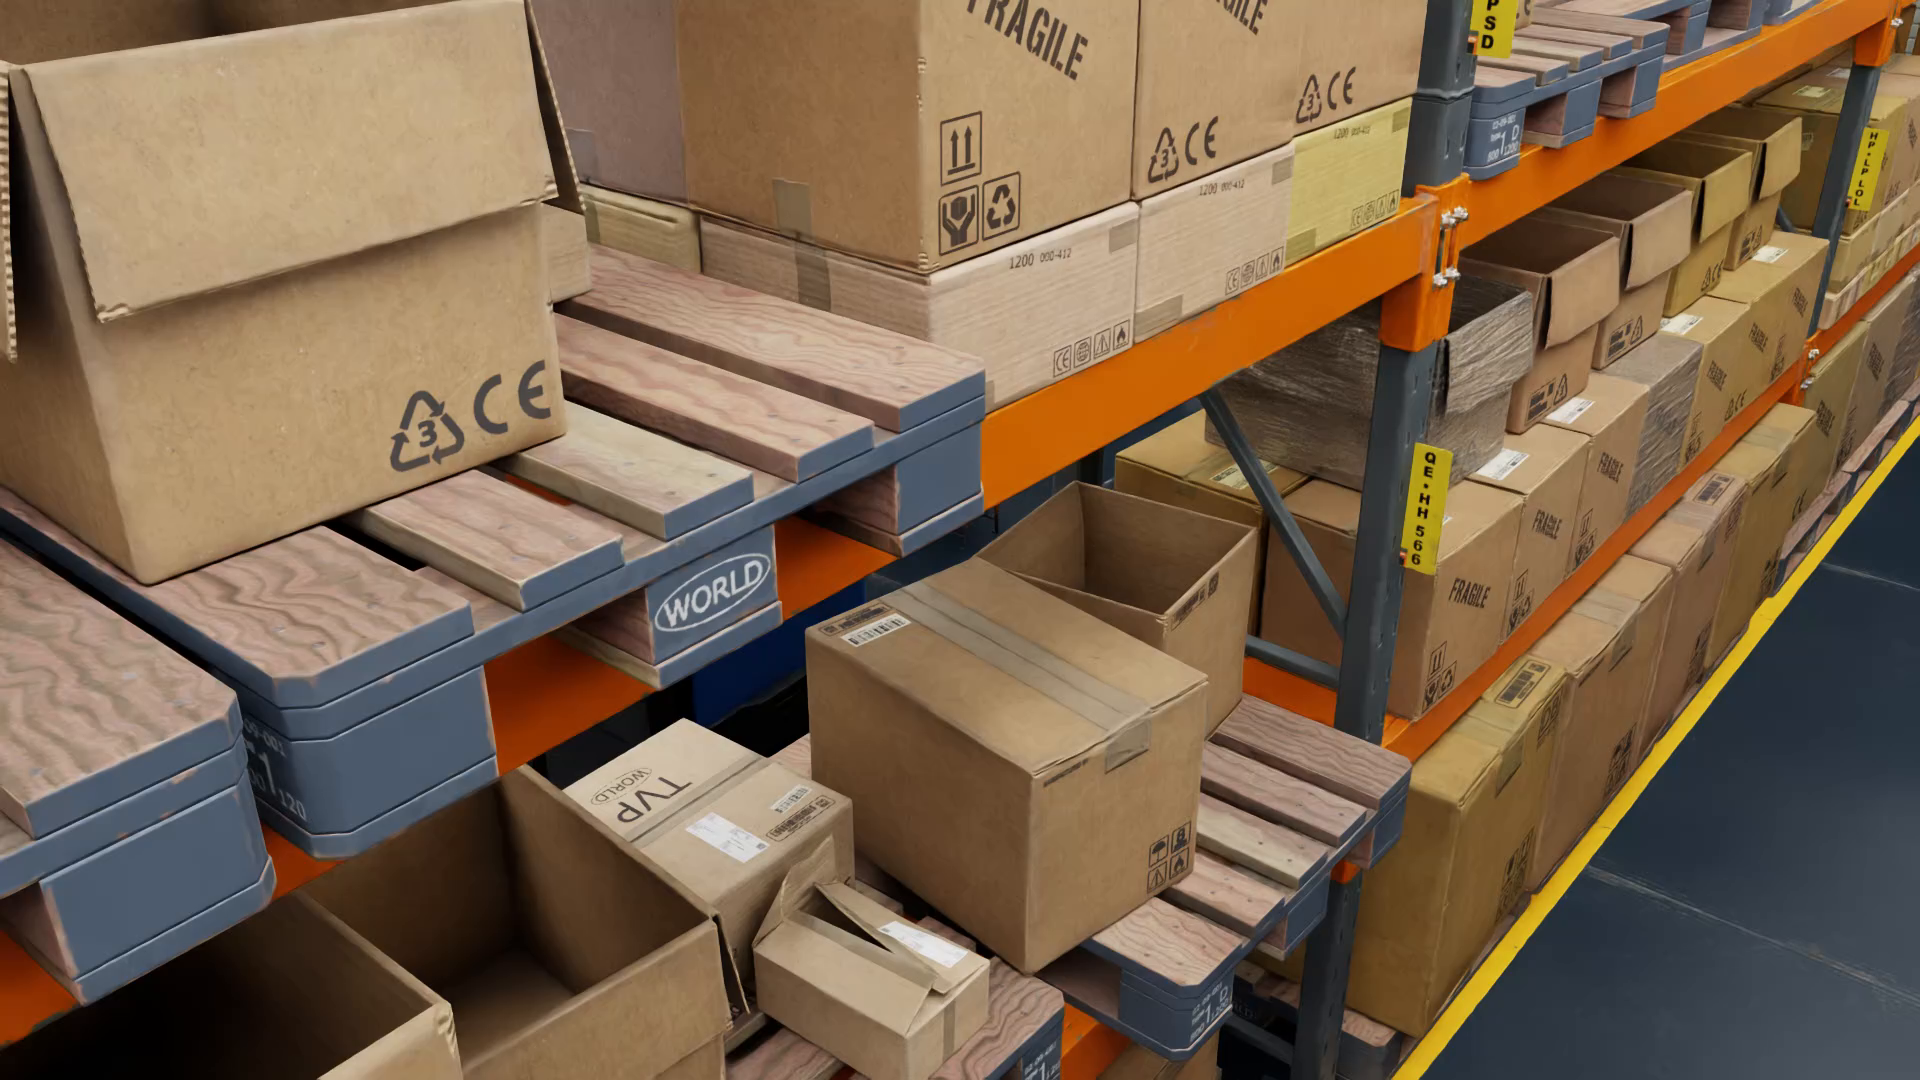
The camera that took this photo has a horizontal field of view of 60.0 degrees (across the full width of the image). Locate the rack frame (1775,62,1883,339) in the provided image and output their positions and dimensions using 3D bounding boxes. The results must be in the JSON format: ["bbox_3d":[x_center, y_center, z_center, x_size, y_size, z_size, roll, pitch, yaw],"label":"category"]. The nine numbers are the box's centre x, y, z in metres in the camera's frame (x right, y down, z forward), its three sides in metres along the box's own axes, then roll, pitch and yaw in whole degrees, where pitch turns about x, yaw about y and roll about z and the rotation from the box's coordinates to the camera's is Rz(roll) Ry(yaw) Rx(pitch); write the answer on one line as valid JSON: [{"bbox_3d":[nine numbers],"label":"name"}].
[{"bbox_3d":[3.222,-1.167,7.241,1.000,3.000,0.127,21,34,34],"label":"rack frame"}]

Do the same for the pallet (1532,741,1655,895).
[{"bbox_3d":[2.013,0.802,6.470,1.003,0.211,1.213,21,34,34],"label":"pallet"}]

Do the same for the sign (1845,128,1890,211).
[{"bbox_3d":[3.646,-1.491,6.693,0.100,0.325,0.005,21,34,34],"label":"sign"}]

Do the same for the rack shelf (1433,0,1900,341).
[{"bbox_3d":[1.949,-1.470,5.346,1.077,0.370,4.000,21,34,34],"label":"rack shelf"}]

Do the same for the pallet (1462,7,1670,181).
[{"bbox_3d":[1.046,-1.241,4.325,1.213,0.211,1.003,23,35,37],"label":"pallet"}]

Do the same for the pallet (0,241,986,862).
[{"bbox_3d":[-0.735,-0.136,2.187,1.213,0.211,1.003,21,34,34],"label":"pallet"}]

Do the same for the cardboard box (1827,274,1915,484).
[{"bbox_3d":[4.276,-0.939,8.656,0.875,0.875,0.875,21,34,34],"label":"cardboard box"}]

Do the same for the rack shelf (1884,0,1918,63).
[{"bbox_3d":[4.494,-2.889,8.088,1.077,0.370,4.000,21,34,34],"label":"rack shelf"}]

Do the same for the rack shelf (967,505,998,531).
[{"bbox_3d":[0.034,-0.229,8.178,0.215,0.259,0.240,21,34,34],"label":"rack shelf"}]

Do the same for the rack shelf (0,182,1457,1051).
[{"bbox_3d":[-0.595,-0.052,2.605,1.077,0.370,4.000,21,34,34],"label":"rack shelf"}]

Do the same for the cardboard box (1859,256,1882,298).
[{"bbox_3d":[4.000,-1.250,7.674,0.380,0.149,0.250,22,35,36],"label":"cardboard box"}]

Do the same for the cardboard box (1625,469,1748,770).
[{"bbox_3d":[2.262,0.140,6.570,1.225,0.875,0.875,19,33,33],"label":"cardboard box"}]

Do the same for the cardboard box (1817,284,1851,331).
[{"bbox_3d":[3.666,-1.063,7.313,0.380,0.149,0.250,21,34,35],"label":"cardboard box"}]

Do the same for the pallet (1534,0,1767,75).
[{"bbox_3d":[1.755,-1.638,5.093,1.003,0.211,1.213,23,35,37],"label":"pallet"}]

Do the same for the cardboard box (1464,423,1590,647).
[{"bbox_3d":[1.523,-0.069,5.010,0.500,0.500,0.500,20,33,33],"label":"cardboard box"}]

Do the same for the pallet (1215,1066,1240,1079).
[{"bbox_3d":[0.179,1.767,4.605,1.003,0.211,1.213,21,34,34],"label":"pallet"}]

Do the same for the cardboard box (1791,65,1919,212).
[{"bbox_3d":[4.043,-1.833,7.551,0.500,0.500,0.500,21,34,34],"label":"cardboard box"}]

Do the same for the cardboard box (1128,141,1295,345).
[{"bbox_3d":[0.259,-0.594,3.032,0.500,0.250,0.500,21,34,34],"label":"cardboard box"}]

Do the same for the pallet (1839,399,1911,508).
[{"bbox_3d":[4.541,-0.609,9.198,1.003,0.211,1.213,21,34,34],"label":"pallet"}]

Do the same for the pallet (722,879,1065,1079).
[{"bbox_3d":[-0.550,1.051,3.164,1.003,0.211,1.213,21,34,34],"label":"pallet"}]

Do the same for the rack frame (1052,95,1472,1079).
[{"bbox_3d":[0.677,0.251,4.499,1.000,3.000,0.127,21,34,34],"label":"rack frame"}]

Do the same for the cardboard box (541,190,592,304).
[{"bbox_3d":[-0.752,-0.439,2.367,0.380,0.166,0.250,20,33,33],"label":"cardboard box"}]

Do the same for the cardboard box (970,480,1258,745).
[{"bbox_3d":[0.365,0.224,3.987,0.500,0.500,0.500,16,31,28],"label":"cardboard box"}]

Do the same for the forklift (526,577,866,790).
[{"bbox_3d":[-1.656,-0.282,5.605,1.130,2.935,3.031,19,33,32],"label":"forklift"}]

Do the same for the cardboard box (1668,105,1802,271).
[{"bbox_3d":[2.822,-1.428,6.545,0.797,0.503,0.637,20,33,33],"label":"cardboard box"}]

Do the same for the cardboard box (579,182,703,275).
[{"bbox_3d":[-0.465,-0.555,2.957,0.500,0.250,0.500,22,34,35],"label":"cardboard box"}]

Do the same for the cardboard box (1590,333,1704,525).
[{"bbox_3d":[2.165,-0.429,5.705,0.500,0.500,0.500,21,34,35],"label":"cardboard box"}]

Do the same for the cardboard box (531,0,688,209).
[{"bbox_3d":[-0.460,-0.897,2.801,0.500,0.500,0.500,20,33,33],"label":"cardboard box"}]

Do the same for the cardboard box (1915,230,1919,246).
[{"bbox_3d":[4.657,-1.616,8.383,0.380,0.149,0.250,20,33,33],"label":"cardboard box"}]

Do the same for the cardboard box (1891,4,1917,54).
[{"bbox_3d":[4.934,-2.715,9.257,0.500,0.500,0.500,20,33,33],"label":"cardboard box"}]

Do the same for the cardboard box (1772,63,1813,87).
[{"bbox_3d":[3.629,-1.983,7.842,0.500,0.500,0.500,21,34,35],"label":"cardboard box"}]

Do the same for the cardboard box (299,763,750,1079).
[{"bbox_3d":[-0.836,0.796,2.878,0.637,0.503,0.797,-24,36,-39],"label":"cardboard box"}]

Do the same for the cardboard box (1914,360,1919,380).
[{"bbox_3d":[5.420,-1.577,9.890,0.875,0.875,0.875,21,34,34],"label":"cardboard box"}]

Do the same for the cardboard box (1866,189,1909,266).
[{"bbox_3d":[4.043,-1.497,7.719,0.500,0.250,0.500,21,34,34],"label":"cardboard box"}]

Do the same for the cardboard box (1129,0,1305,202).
[{"bbox_3d":[0.249,-0.920,2.846,0.500,0.500,0.500,21,34,34],"label":"cardboard box"}]

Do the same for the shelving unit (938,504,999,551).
[{"bbox_3d":[0.034,-0.485,8.045,0.215,1.050,0.252,21,34,34],"label":"shelving unit"}]

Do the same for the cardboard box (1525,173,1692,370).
[{"bbox_3d":[1.993,-0.963,5.646,0.797,0.503,0.637,22,35,36],"label":"cardboard box"}]

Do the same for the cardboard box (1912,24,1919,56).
[{"bbox_3d":[5.659,-2.734,9.294,0.500,0.500,0.500,21,34,35],"label":"cardboard box"}]

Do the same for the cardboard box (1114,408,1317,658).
[{"bbox_3d":[0.800,-0.040,4.955,0.500,0.500,0.500,22,35,36],"label":"cardboard box"}]

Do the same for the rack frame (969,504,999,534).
[{"bbox_3d":[0.112,-0.529,8.129,0.200,1.050,0.008,21,34,34],"label":"rack frame"}]

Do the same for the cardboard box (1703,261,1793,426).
[{"bbox_3d":[2.815,-0.792,6.408,0.500,0.500,0.500,22,35,36],"label":"cardboard box"}]

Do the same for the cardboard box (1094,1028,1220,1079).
[{"bbox_3d":[0.267,1.410,4.502,0.700,0.500,0.500,19,33,32],"label":"cardboard box"}]

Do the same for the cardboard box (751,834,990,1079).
[{"bbox_3d":[-0.175,0.795,3.138,0.396,0.266,0.258,20,33,33],"label":"cardboard box"}]

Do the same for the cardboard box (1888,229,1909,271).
[{"bbox_3d":[4.329,-1.434,8.031,0.380,0.149,0.250,20,34,34],"label":"cardboard box"}]

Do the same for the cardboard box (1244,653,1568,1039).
[{"bbox_3d":[1.132,0.770,5.352,1.225,0.875,0.875,19,33,32],"label":"cardboard box"}]

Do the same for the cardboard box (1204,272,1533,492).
[{"bbox_3d":[1.155,-0.493,4.738,0.797,0.503,0.637,22,35,36],"label":"cardboard box"}]
